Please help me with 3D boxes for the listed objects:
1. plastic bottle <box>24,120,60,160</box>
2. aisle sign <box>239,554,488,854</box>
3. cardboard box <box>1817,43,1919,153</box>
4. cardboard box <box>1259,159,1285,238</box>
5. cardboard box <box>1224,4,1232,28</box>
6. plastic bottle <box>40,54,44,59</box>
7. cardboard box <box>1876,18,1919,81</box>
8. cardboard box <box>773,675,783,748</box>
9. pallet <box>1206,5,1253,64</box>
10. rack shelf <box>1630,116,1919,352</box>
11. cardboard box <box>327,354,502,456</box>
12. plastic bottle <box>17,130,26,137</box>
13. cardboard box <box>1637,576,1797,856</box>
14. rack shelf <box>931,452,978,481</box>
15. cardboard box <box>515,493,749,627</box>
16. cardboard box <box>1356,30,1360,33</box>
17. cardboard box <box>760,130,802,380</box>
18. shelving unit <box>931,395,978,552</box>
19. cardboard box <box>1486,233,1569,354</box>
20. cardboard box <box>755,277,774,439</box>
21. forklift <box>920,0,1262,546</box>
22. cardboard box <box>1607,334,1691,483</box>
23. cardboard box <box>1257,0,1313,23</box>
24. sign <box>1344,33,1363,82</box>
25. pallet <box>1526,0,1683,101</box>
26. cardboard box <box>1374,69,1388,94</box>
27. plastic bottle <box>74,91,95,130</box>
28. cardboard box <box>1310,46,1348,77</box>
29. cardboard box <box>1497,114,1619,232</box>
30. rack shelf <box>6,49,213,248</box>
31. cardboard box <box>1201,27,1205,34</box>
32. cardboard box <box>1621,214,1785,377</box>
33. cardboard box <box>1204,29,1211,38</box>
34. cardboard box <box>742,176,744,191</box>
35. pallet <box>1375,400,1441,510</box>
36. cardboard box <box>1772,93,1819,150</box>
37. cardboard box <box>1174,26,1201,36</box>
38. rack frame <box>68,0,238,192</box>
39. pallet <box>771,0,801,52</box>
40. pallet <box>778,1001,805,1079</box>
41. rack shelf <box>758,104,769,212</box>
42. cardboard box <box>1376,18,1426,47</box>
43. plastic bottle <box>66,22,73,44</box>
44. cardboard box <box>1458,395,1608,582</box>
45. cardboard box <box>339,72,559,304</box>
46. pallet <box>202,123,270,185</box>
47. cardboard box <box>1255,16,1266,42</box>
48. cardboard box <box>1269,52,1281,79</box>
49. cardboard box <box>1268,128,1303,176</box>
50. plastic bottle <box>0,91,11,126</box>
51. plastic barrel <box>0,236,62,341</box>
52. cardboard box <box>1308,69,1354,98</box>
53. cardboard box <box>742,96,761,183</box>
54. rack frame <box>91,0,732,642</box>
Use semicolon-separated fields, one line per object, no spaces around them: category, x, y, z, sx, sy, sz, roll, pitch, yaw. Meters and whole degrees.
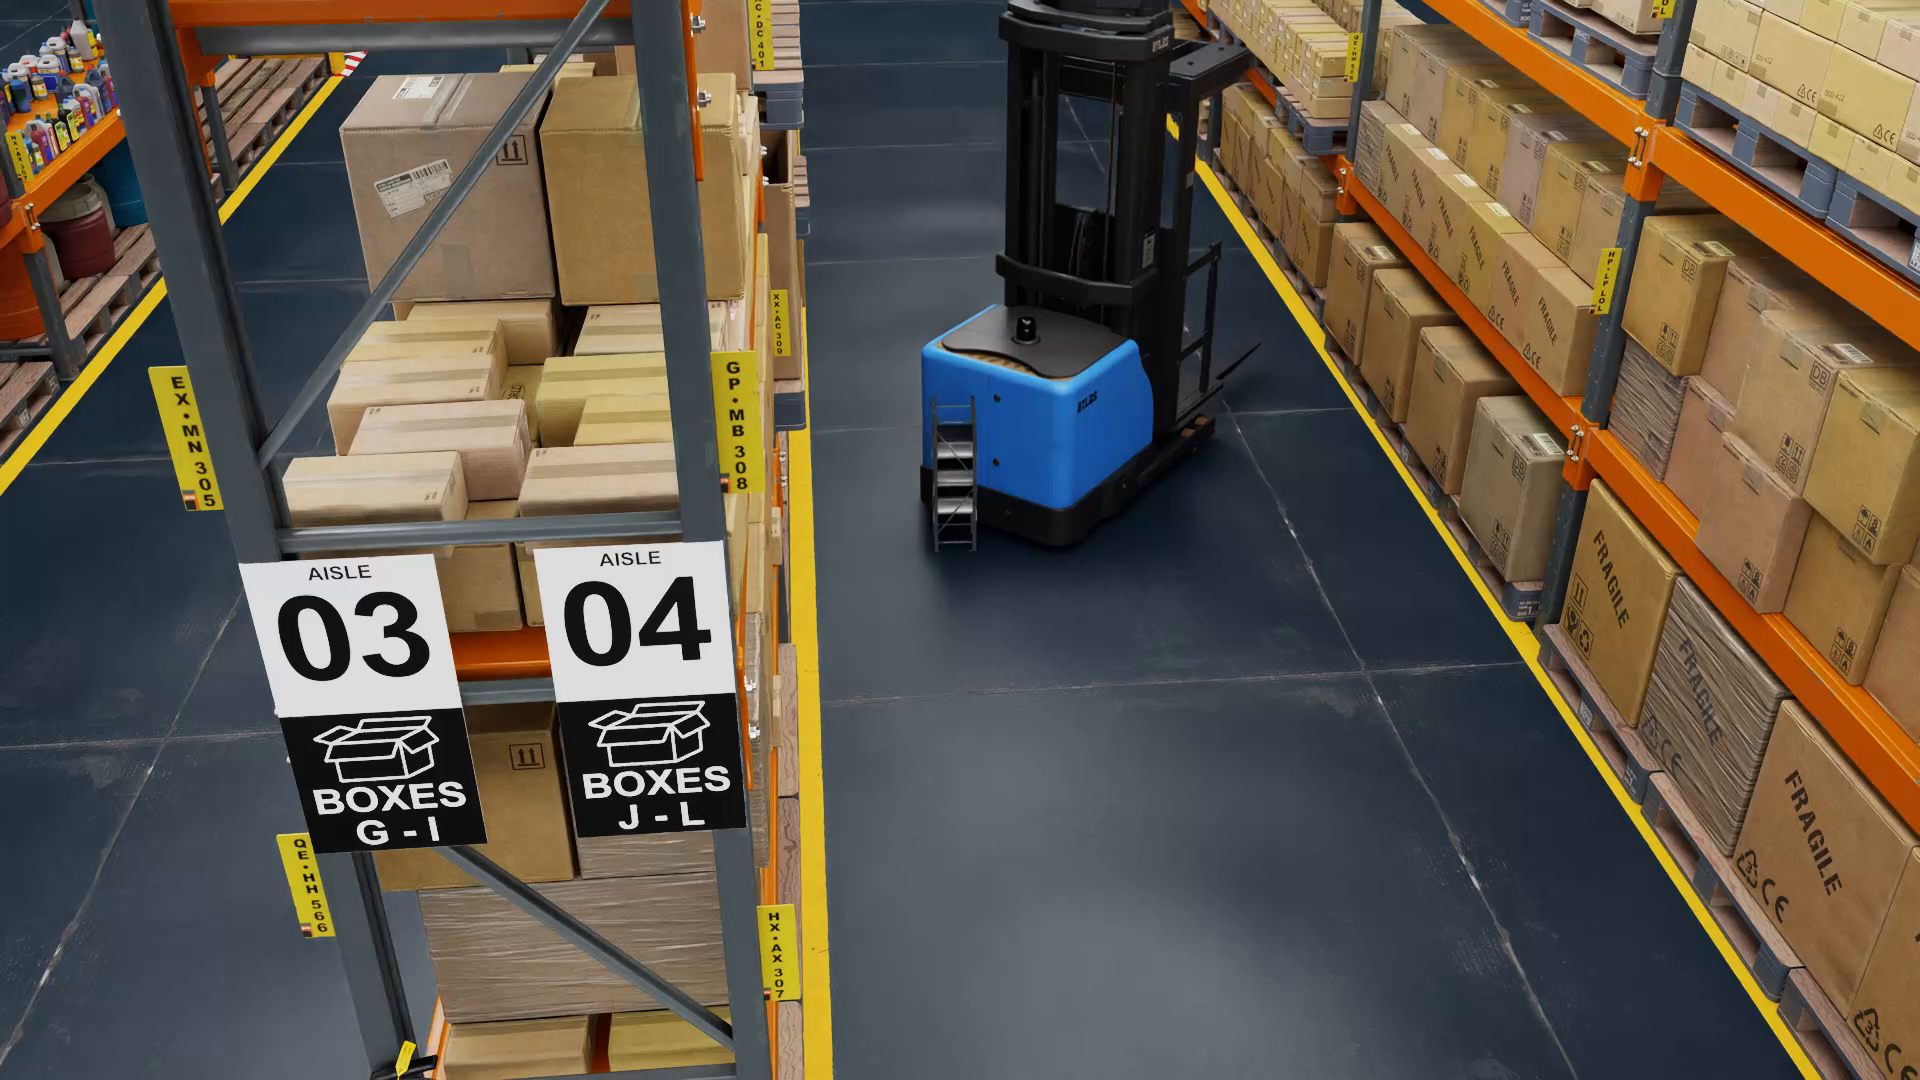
plastic bottle;-6.444;-2.818;11.665;0.152;0.276;0.135;-3;31;-5
aisle sign;-1.296;0.378;3.657;0.394;0.787;0.004;-3;31;-5
cardboard box;3.434;-1.576;5.888;0.500;0.250;0.500;-3;31;-5
cardboard box;2.765;-2.788;13.520;0.500;0.500;0.500;-4;31;-7
cardboard box;2.454;-4.445;14.102;0.380;0.149;0.250;-3;31;-4
plastic bottle;-7.365;-3.804;13.388;0.097;0.201;0.097;0;31;0
cardboard box;3.387;-1.674;5.663;0.380;0.149;0.250;-3;31;-5
cardboard box;-0.836;0.628;6.018;0.380;0.149;0.250;-3;31;-5
pallet;2.750;-4.385;14.354;1.003;0.211;1.213;-3;31;-5
rack shelf;3.758;-0.738;5.837;1.077;0.370;4.000;-3;31;-5
cardboard box;-1.382;-0.346;4.237;0.380;0.149;0.250;-4;31;-7
plastic bottle;-6.566;-2.771;11.658;0.097;0.201;0.097;0;31;0
cardboard box;3.648;0.736;7.255;0.875;0.875;0.875;-3;31;-4
rack shelf;-0.032;-0.421;9.468;0.258;0.077;0.200;-1;31;-2
cardboard box;-0.791;-0.034;4.103;0.500;0.250;0.500;-2;31;-3
cardboard box;3.250;-3.809;12.748;0.380;0.149;0.250;-3;31;-5
cardboard box;-1.312;-1.444;8.249;1.000;1.000;1.000;-3;31;-4
shelving unit;-0.032;-0.373;9.497;0.258;0.900;0.210;-1;31;-2
cardboard box;3.209;-1.335;8.962;0.500;0.500;0.500;-3;31;-5
cardboard box;-1.013;-0.722;6.672;0.500;0.500;0.500;-3;31;-5
forklift;1.002;-1.932;10.127;1.130;2.935;3.031;19;36;29
cardboard box;3.617;-0.657;7.779;0.875;0.550;0.550;-3;31;-5
cardboard box;2.553;-4.172;13.065;0.380;0.149;0.250;-2;31;-3
sign;2.658;-3.255;11.222;0.100;0.325;0.005;-3;31;-5
pallet;3.436;-2.452;8.191;0.805;0.209;1.217;-4;31;-7
cardboard box;3.306;-3.408;12.366;0.380;0.149;0.250;-1;31;-2
plastic bottle;-6.463;-3.178;12.259;0.061;0.283;0.133;-3;31;-5
cardboard box;2.695;-3.379;11.737;0.380;0.149;0.250;-4;31;-7
cardboard box;3.422;-2.026;9.145;0.700;0.500;0.500;-3;31;-4
rack shelf;-6.869;-3.111;12.736;1.077;0.370;4.000;-3;31;-5
cardboard box;2.834;-5.470;18.063;0.380;0.149;0.250;-4;31;-7
cardboard box;3.571;-1.118;7.498;0.875;0.550;0.550;-3;31;-5
cardboard box;2.830;-5.468;17.770;0.380;0.149;0.250;-4;31;-7
cardboard box;-0.930;-1.164;5.606;0.380;0.149;0.250;-1;31;-2
pallet;3.307;-0.598;10.545;1.003;0.211;1.213;-3;31;-5
cardboard box;3.338;-1.594;6.306;0.380;0.149;0.250;-3;31;-5
cardboard box;2.324;-5.300;17.490;0.380;0.149;0.250;-2;31;-3
rack frame;-7.055;-4.441;14.261;1.000;3.000;0.127;-3;31;-5
pallet;-1.428;-2.651;8.522;1.213;0.211;1.003;-3;31;-5
pallet;-1.051;2.190;5.878;1.003;0.211;1.213;-3;31;-5
rack shelf;-1.564;-2.594;8.945;1.077;0.370;4.000;-3;31;-5
cardboard box;3.277;-3.793;12.431;0.380;0.149;0.250;-4;31;-7
plastic bottle;-7.446;-4.184;13.943;0.061;0.283;0.133;-3;31;-5
cardboard box;3.423;-0.307;9.124;1.050;0.750;0.750;-3;31;-5
cardboard box;-1.400;-1.004;4.706;0.500;0.500;0.500;-3;31;-5
pallet;-7.163;-3.618;15.601;1.003;0.211;1.213;-3;31;-5
cardboard box;2.551;-4.043;13.140;0.380;0.149;0.250;-3;31;-6
cardboard box;2.601;-3.648;12.768;0.380;0.149;0.250;-4;31;-7
cardboard box;2.782;-3.106;13.322;0.500;0.250;0.500;-2;31;-3
plastic bottle;-7.125;-3.220;12.330;0.061;0.283;0.133;-3;31;-5
plastic barrel;-6.744;-1.897;11.707;0.600;0.830;0.708;-3;31;-5
cardboard box;2.698;-3.253;11.817;0.380;0.149;0.250;-2;31;-4
cardboard box;-1.074;-1.597;6.721;0.500;0.250;0.500;-2;31;-3
rack frame;-1.003;-1.128;2.863;1.000;3.000;0.127;-3;31;-5
